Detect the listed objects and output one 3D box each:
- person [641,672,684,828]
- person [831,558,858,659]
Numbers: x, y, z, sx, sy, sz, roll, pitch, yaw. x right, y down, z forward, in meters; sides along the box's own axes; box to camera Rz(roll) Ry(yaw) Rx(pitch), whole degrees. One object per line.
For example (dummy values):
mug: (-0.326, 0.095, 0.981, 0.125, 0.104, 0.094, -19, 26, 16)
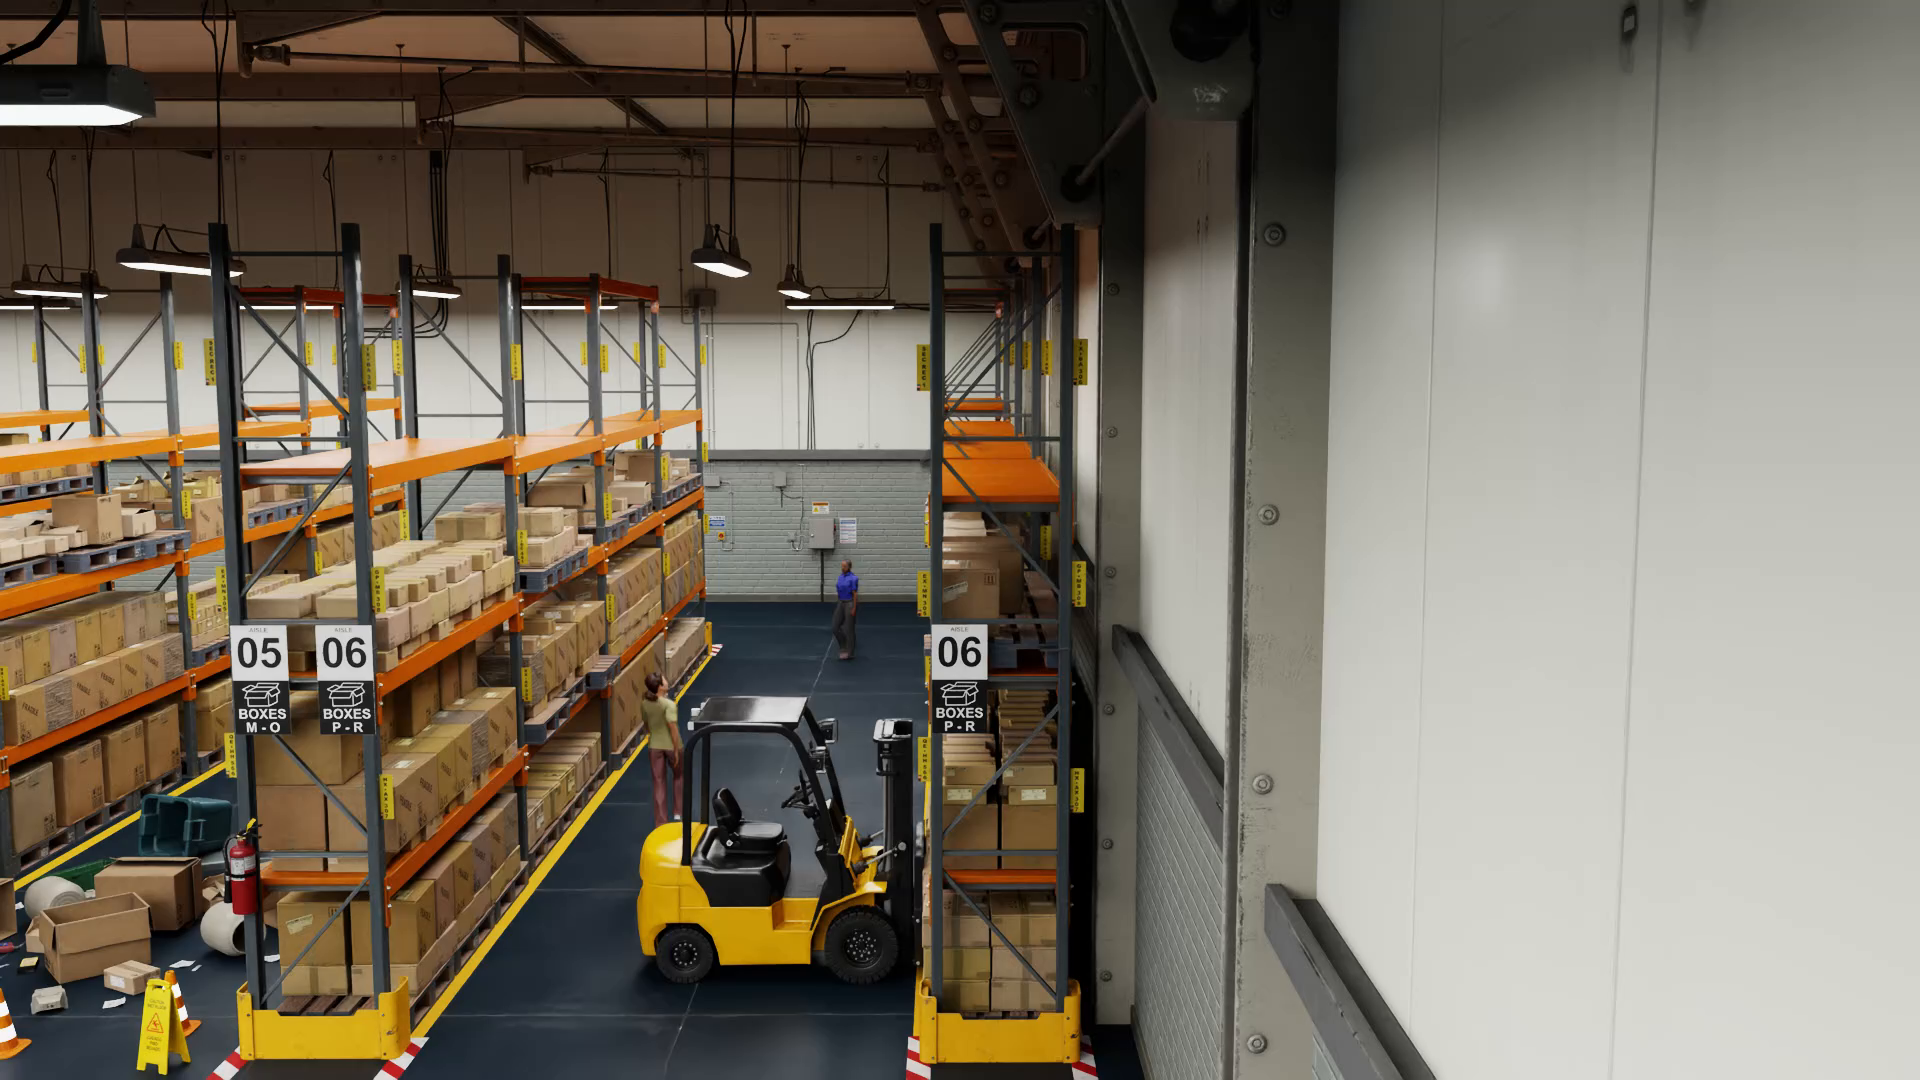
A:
person: (-3.013, 2.150, 16.884, 0.436, 1.686, 0.676, 0, 7, -3)
person: (-1.899, 1.146, 27.554, 0.374, 1.682, 0.513, -6, 9, -41)
